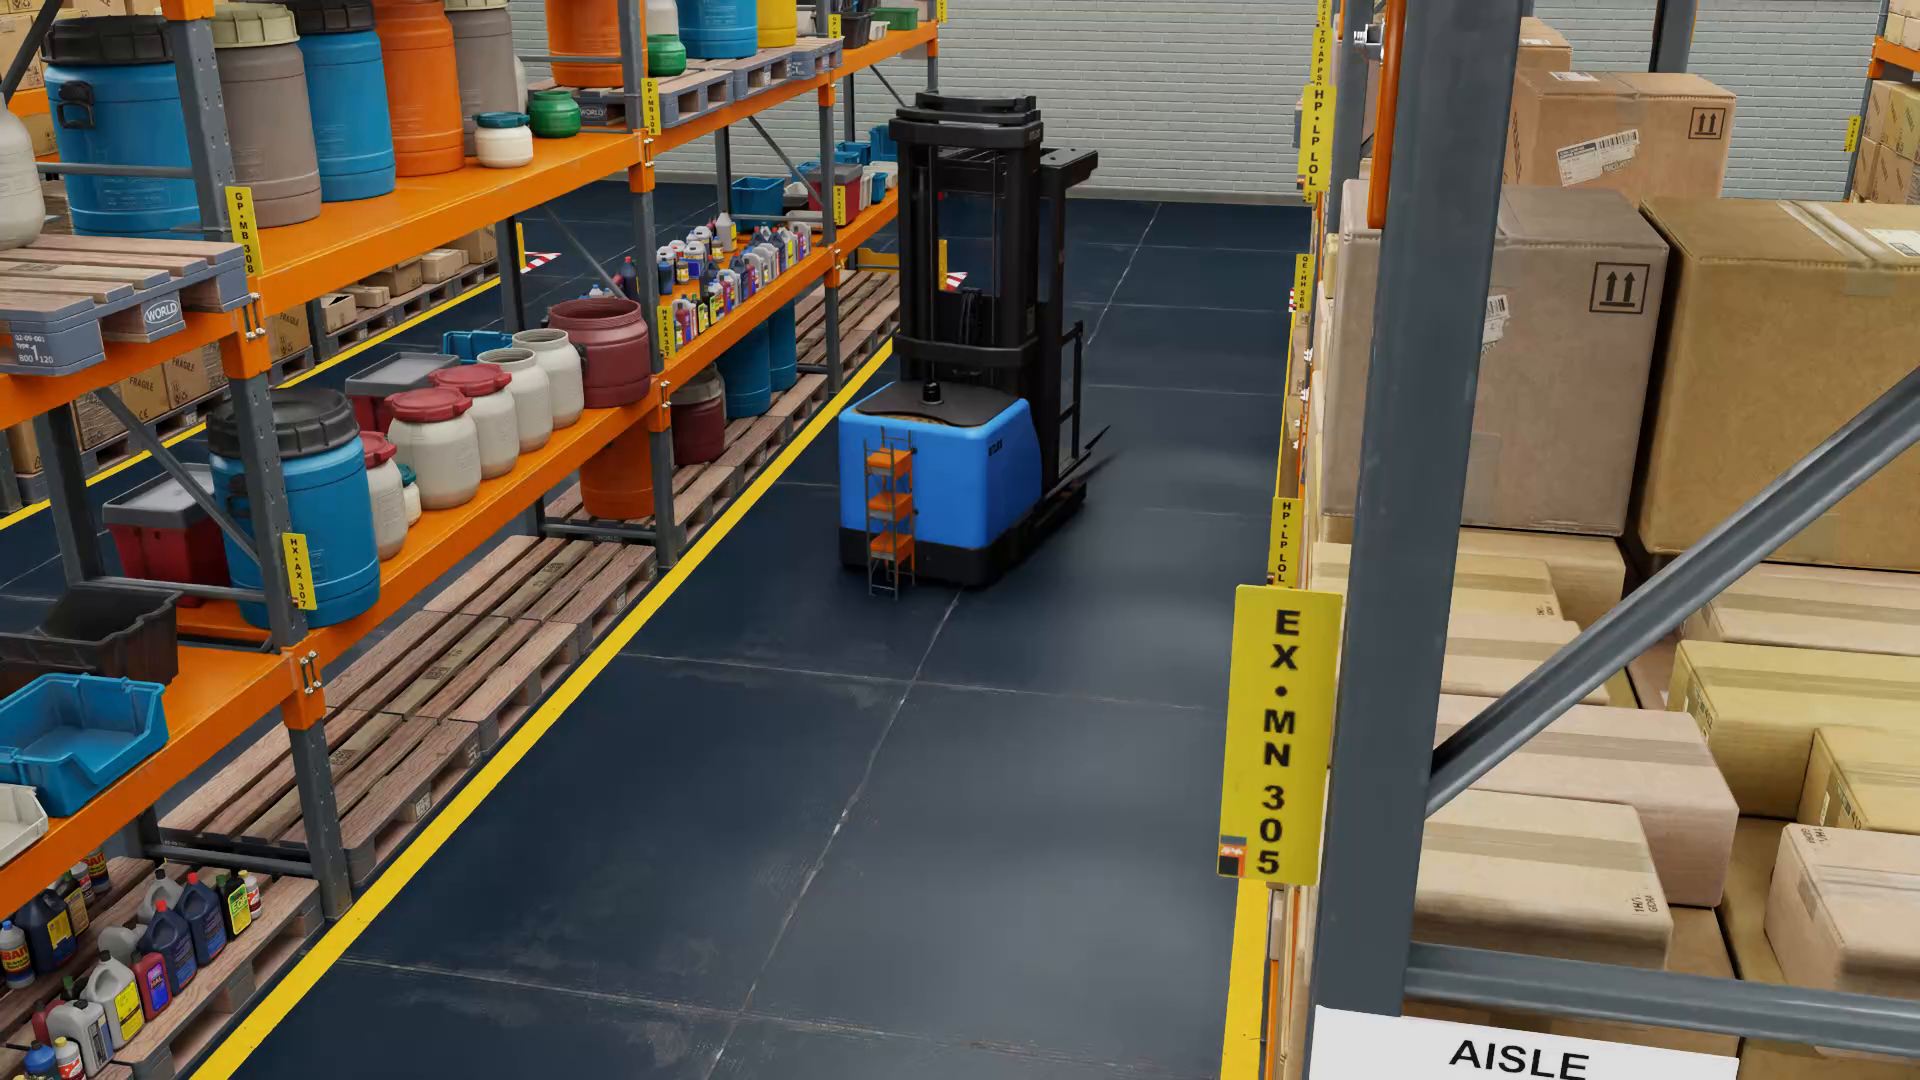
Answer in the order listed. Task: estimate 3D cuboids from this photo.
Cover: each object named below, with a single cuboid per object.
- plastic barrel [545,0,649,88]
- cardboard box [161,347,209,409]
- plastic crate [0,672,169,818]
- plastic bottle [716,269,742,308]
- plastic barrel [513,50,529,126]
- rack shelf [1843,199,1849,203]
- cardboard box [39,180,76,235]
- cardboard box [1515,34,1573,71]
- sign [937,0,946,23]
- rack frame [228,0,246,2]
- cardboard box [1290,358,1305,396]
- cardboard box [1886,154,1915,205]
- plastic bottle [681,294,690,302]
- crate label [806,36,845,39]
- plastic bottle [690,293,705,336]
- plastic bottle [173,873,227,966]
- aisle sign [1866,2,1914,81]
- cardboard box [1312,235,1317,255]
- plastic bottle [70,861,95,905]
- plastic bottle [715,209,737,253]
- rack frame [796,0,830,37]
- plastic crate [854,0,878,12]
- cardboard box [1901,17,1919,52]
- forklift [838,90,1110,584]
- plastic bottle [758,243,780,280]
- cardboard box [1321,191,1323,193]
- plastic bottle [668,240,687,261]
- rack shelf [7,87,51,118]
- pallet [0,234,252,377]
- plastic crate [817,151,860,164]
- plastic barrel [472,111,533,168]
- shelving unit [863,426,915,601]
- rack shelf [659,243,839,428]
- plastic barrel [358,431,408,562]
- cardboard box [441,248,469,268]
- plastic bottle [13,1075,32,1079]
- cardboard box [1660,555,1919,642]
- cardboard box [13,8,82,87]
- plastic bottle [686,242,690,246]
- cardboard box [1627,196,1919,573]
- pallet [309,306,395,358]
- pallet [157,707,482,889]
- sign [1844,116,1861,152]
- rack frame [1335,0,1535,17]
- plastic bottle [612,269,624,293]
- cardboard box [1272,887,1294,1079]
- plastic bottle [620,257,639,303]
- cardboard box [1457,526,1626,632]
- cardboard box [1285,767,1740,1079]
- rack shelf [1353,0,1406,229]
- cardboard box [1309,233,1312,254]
[{"bbox_3d":[-2.244,-3.246,10.247,0.600,0.830,0.708,4,22,11],"label":"plastic barrel"},{"bbox_3d":[-6.529,-1.388,13.542,0.500,0.500,0.500,4,22,9],"label":"cardboard box"},{"bbox_3d":[-3.139,0.704,5.790,0.499,0.251,0.616,4,22,11],"label":"plastic crate"},{"bbox_3d":[-1.675,-1.837,12.065,0.152,0.276,0.135,4,22,11],"label":"plastic bottle"},{"bbox_3d":[-2.726,-2.607,9.646,0.421,0.512,0.421,0,22,0],"label":"plastic barrel"},{"bbox_3d":[8.545,-2.322,14.066,1.077,0.370,4.000,4,22,11],"label":"rack shelf"},{"bbox_3d":[-6.820,-2.433,12.682,0.700,0.500,0.500,9,24,21],"label":"cardboard box"},{"bbox_3d":[2.423,-1.984,7.446,0.500,0.500,0.500,5,22,12],"label":"cardboard box"},{"bbox_3d":[-0.189,-5.486,17.085,0.100,0.325,0.005,4,22,11],"label":"sign"},{"bbox_3d":[-6.395,-5.878,13.904,1.000,3.000,0.127,4,22,11],"label":"rack frame"},{"bbox_3d":[2.836,-0.661,11.263,1.225,0.875,0.875,5,22,11],"label":"cardboard box"},{"bbox_3d":[8.395,-3.052,14.385,0.500,0.500,0.500,5,22,12],"label":"cardboard box"},{"bbox_3d":[-1.873,-1.542,11.339,0.097,0.271,0.097,0,22,0],"label":"plastic bottle"},{"bbox_3d":[-1.164,-4.142,13.962,0.293,0.136,0.466,4,22,11],"label":"crate label"},{"bbox_3d":[-1.792,-1.548,11.338,0.061,0.283,0.133,4,22,11],"label":"plastic bottle"},{"bbox_3d":[-3.028,1.491,6.592,0.144,0.351,0.185,4,22,9],"label":"plastic bottle"},{"bbox_3d":[8.674,-4.642,15.385,0.394,0.787,0.004,4,22,11],"label":"aisle sign"},{"bbox_3d":[2.759,-1.869,11.846,0.500,0.500,0.500,4,22,10],"label":"cardboard box"},{"bbox_3d":[-3.694,1.424,6.961,0.097,0.201,0.097,0,22,0],"label":"plastic bottle"},{"bbox_3d":[-1.944,-2.575,13.798,0.144,0.351,0.185,4,22,11],"label":"plastic bottle"},{"bbox_3d":[-1.547,-5.499,12.963,1.000,3.000,0.127,4,22,11],"label":"rack frame"},{"bbox_3d":[-1.082,-5.391,16.883,0.497,0.269,0.590,4,22,11],"label":"plastic crate"},{"bbox_3d":[8.500,-4.372,14.379,0.500,0.250,0.500,5,23,13],"label":"cardboard box"},{"bbox_3d":[0.262,-1.597,11.395,1.130,2.935,3.031,9,24,22],"label":"forklift"},{"bbox_3d":[-1.488,-2.172,12.898,0.152,0.276,0.135,4,22,11],"label":"plastic bottle"},{"bbox_3d":[2.036,-1.858,8.137,0.500,0.250,0.500,5,22,12],"label":"cardboard box"},{"bbox_3d":[-2.203,-2.180,12.917,0.152,0.276,0.135,4,22,11],"label":"plastic bottle"},{"bbox_3d":[-6.803,-3.422,12.782,1.077,0.370,4.000,4,22,11],"label":"rack shelf"},{"bbox_3d":[-3.231,-0.823,5.620,1.213,0.211,1.003,4,22,11],"label":"pallet"},{"bbox_3d":[-1.238,-3.824,16.976,0.416,0.233,0.300,4,22,11],"label":"plastic crate"},{"bbox_3d":[-2.394,-2.098,8.717,0.301,0.262,0.301,0,22,0],"label":"plastic barrel"},{"bbox_3d":[-0.437,-0.163,10.344,0.215,1.050,0.252,10,26,22],"label":"shelving unit"},{"bbox_3d":[-1.955,-1.651,12.402,1.077,0.370,4.000,4,22,11],"label":"rack shelf"},{"bbox_3d":[-2.769,-0.187,7.621,0.433,0.535,0.433,0,22,0],"label":"plastic barrel"},{"bbox_3d":[-5.619,-3.089,18.213,0.380,0.166,0.250,4,22,11],"label":"cardboard box"},{"bbox_3d":[-3.210,1.929,5.706,0.097,0.201,0.097,0,22,0],"label":"plastic bottle"},{"bbox_3d":[1.393,0.088,2.772,0.380,0.149,0.250,4,22,11],"label":"cardboard box"},{"bbox_3d":[-6.945,-3.609,12.151,0.910,0.500,0.500,4,22,11],"label":"cardboard box"},{"bbox_3d":[-2.159,-2.274,13.251,0.097,0.201,0.097,0,22,0],"label":"plastic bottle"},{"bbox_3d":[1.421,-0.280,2.818,0.500,0.500,0.500,4,22,11],"label":"cardboard box"},{"bbox_3d":[-6.254,-2.053,16.169,1.003,0.211,1.213,4,22,11],"label":"pallet"},{"bbox_3d":[-3.057,1.213,8.060,1.003,0.211,1.213,4,22,11],"label":"pallet"},{"bbox_3d":[8.422,-3.830,15.688,0.100,0.325,0.005,4,22,11],"label":"sign"},{"bbox_3d":[2.486,-3.659,8.393,1.000,3.000,0.127,4,22,11],"label":"rack frame"},{"bbox_3d":[-2.465,-1.798,11.959,0.061,0.283,0.133,4,22,11],"label":"plastic bottle"},{"bbox_3d":[0.820,0.998,2.989,0.500,0.500,0.500,4,22,11],"label":"cardboard box"},{"bbox_3d":[-2.392,-1.884,12.083,0.144,0.351,0.185,4,22,11],"label":"plastic bottle"},{"bbox_3d":[0.921,0.048,2.870,0.380,0.149,0.250,5,22,12],"label":"cardboard box"},{"bbox_3d":[0.703,0.532,2.202,0.500,0.250,0.500,5,22,12],"label":"cardboard box"},{"bbox_3d":[1.262,-1.129,3.079,1.077,0.370,4.000,4,22,11],"label":"rack shelf"},{"bbox_3d":[3.096,-2.453,13.766,0.380,0.149,0.250,5,22,12],"label":"cardboard box"}]
